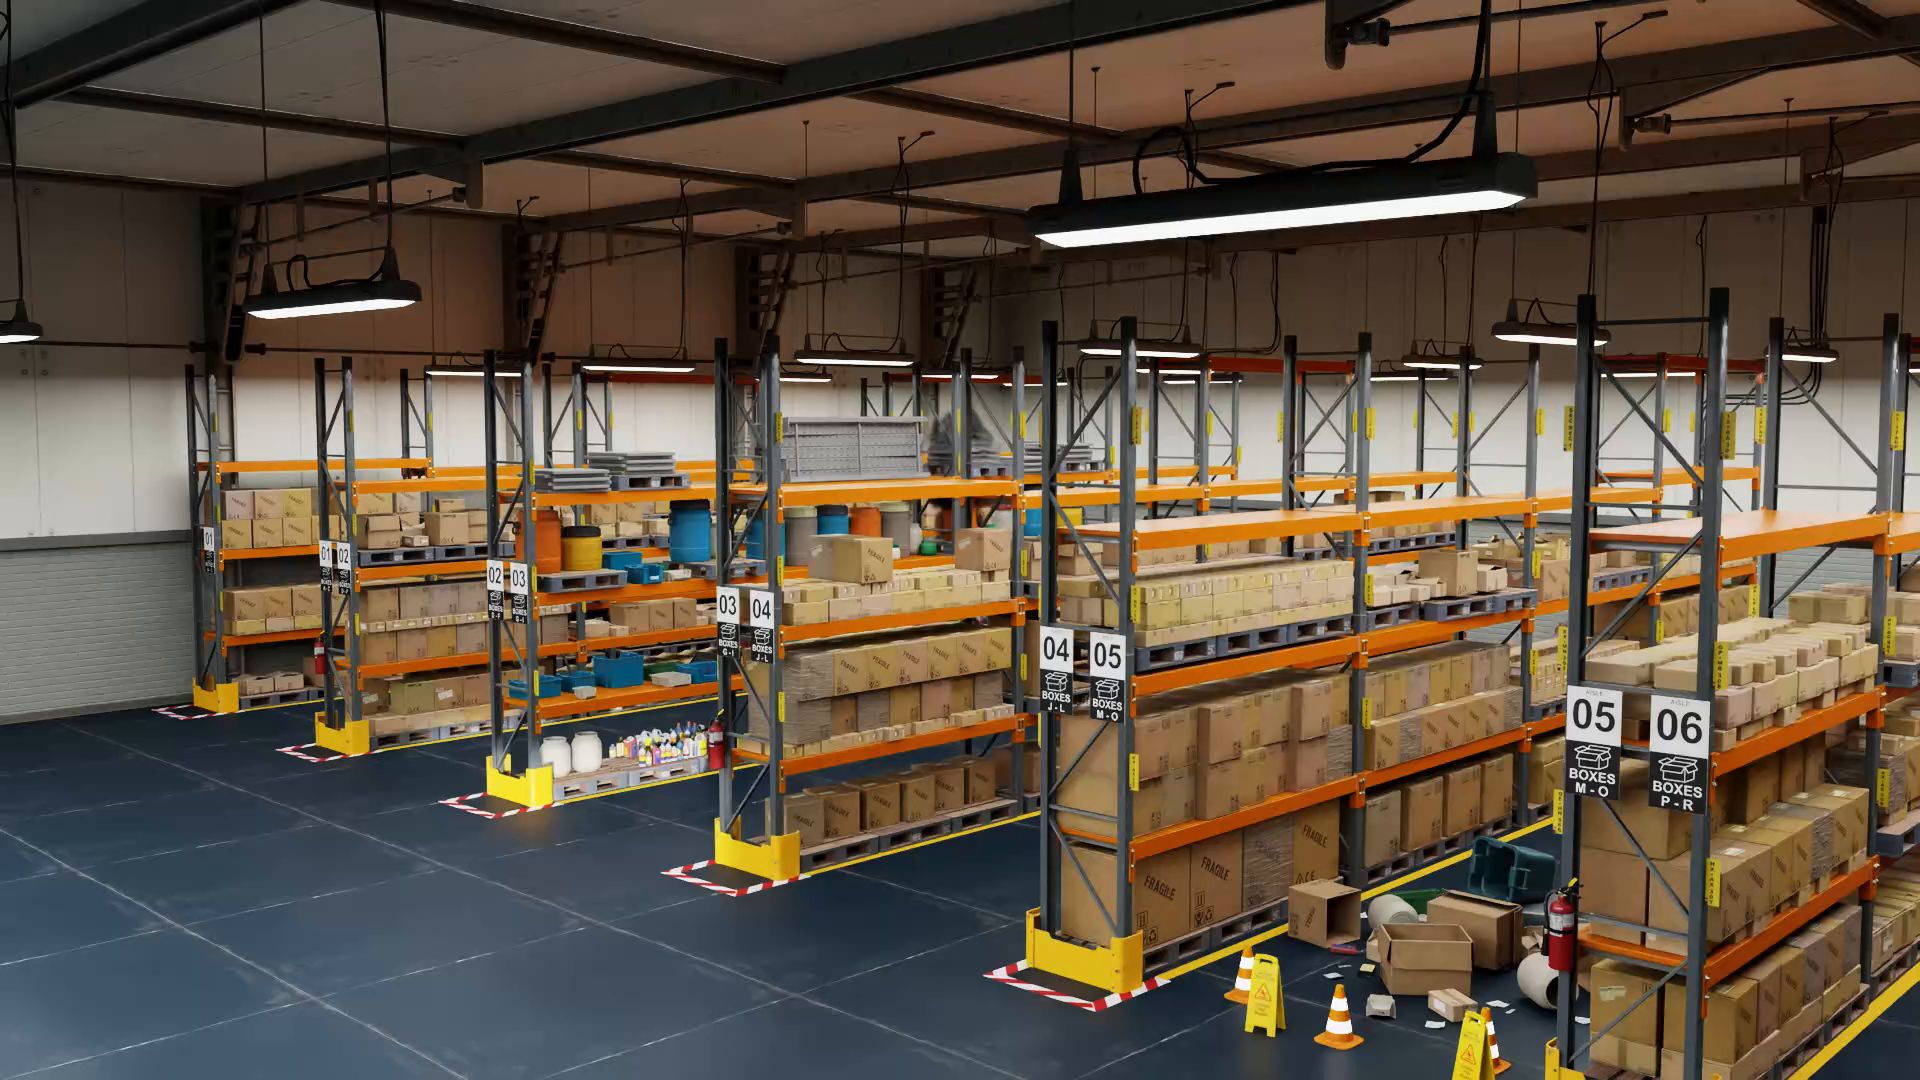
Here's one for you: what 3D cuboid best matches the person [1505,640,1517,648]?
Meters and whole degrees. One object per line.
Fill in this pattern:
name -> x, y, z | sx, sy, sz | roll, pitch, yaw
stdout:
person -> 8.419, 2.352, 25.487 | 0.777, 1.681, 0.856 | -1, 5, -16

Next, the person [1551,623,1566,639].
person -> 10.456, 2.180, 28.889 | 0.609, 1.543, 0.609 | -4, 6, -39

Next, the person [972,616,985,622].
person -> 0.332, 1.689, 31.004 | 0.571, 1.686, 0.595 | 4, 6, 44
